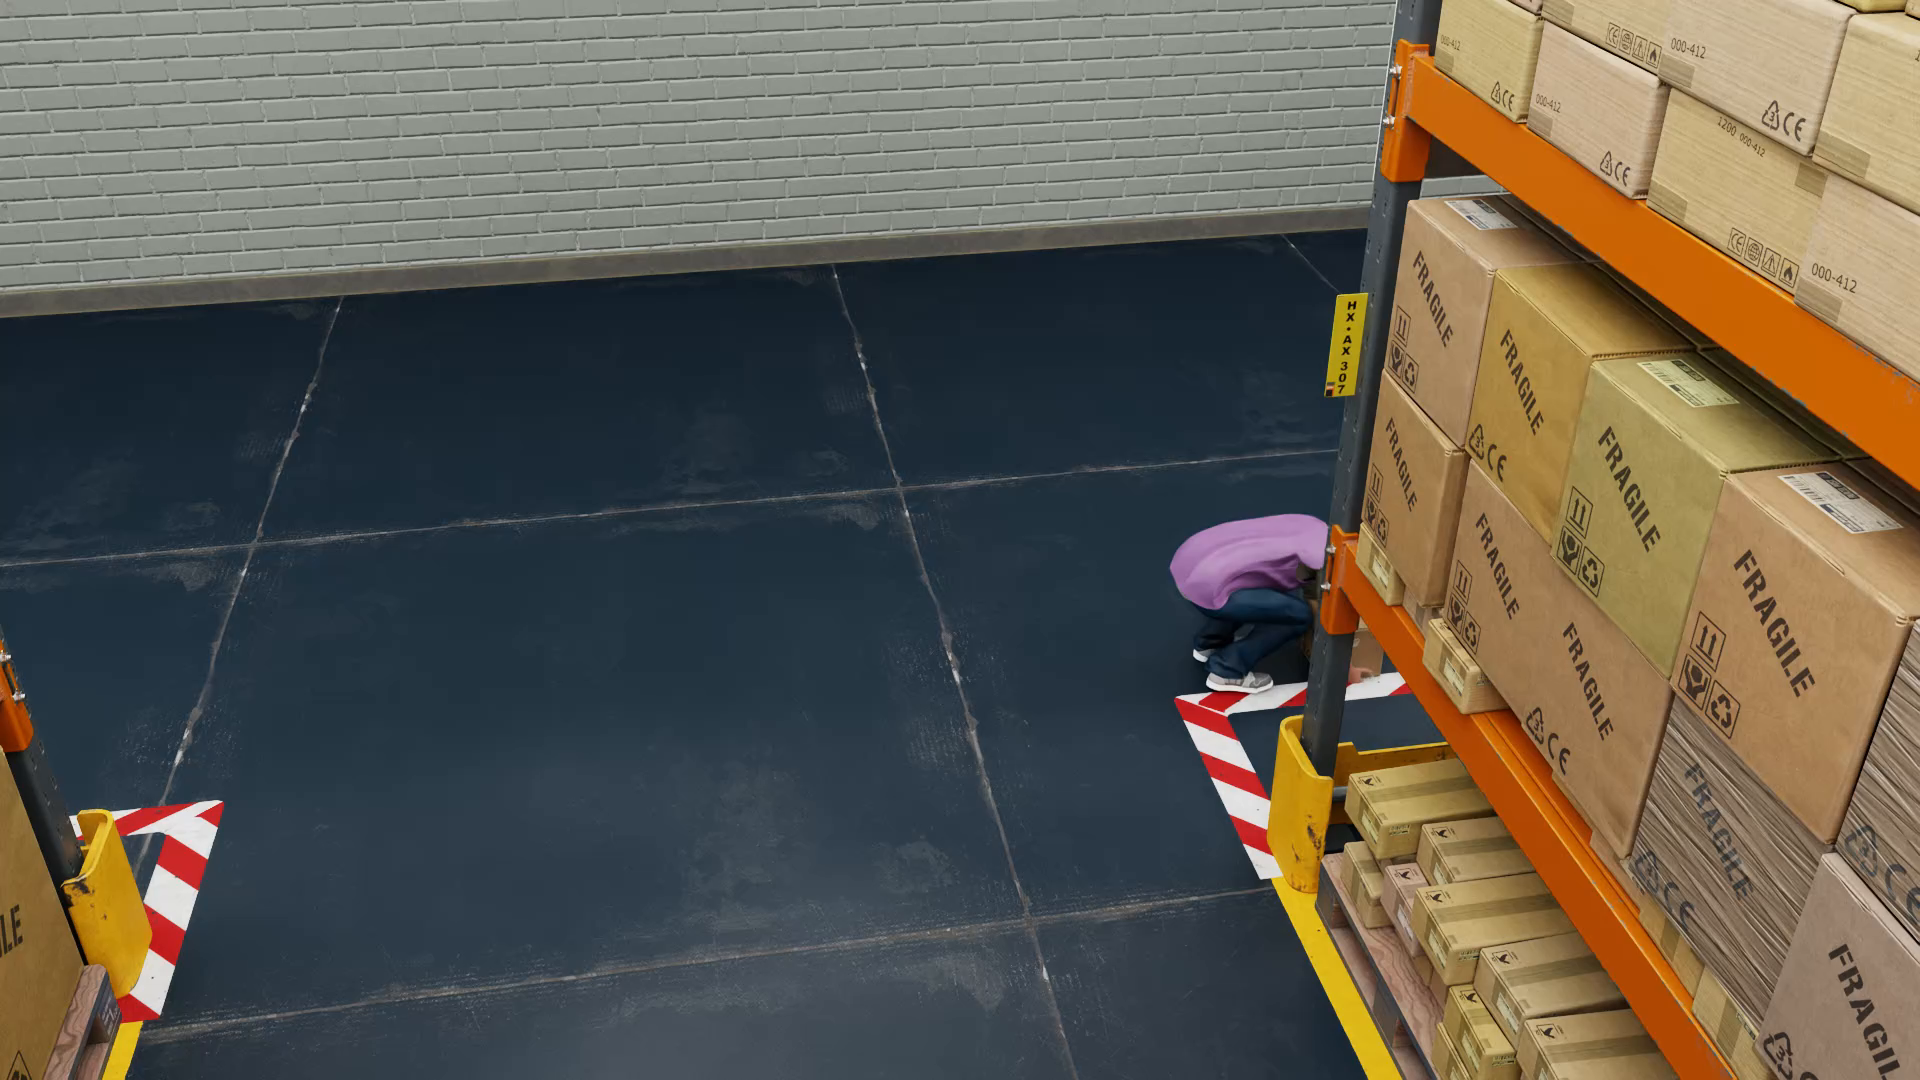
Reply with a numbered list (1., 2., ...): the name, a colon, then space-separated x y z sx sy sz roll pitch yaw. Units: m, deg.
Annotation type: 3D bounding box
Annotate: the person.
1. person: 1.255 0.243 6.641 0.868 0.712 0.419 -4 31 -7
